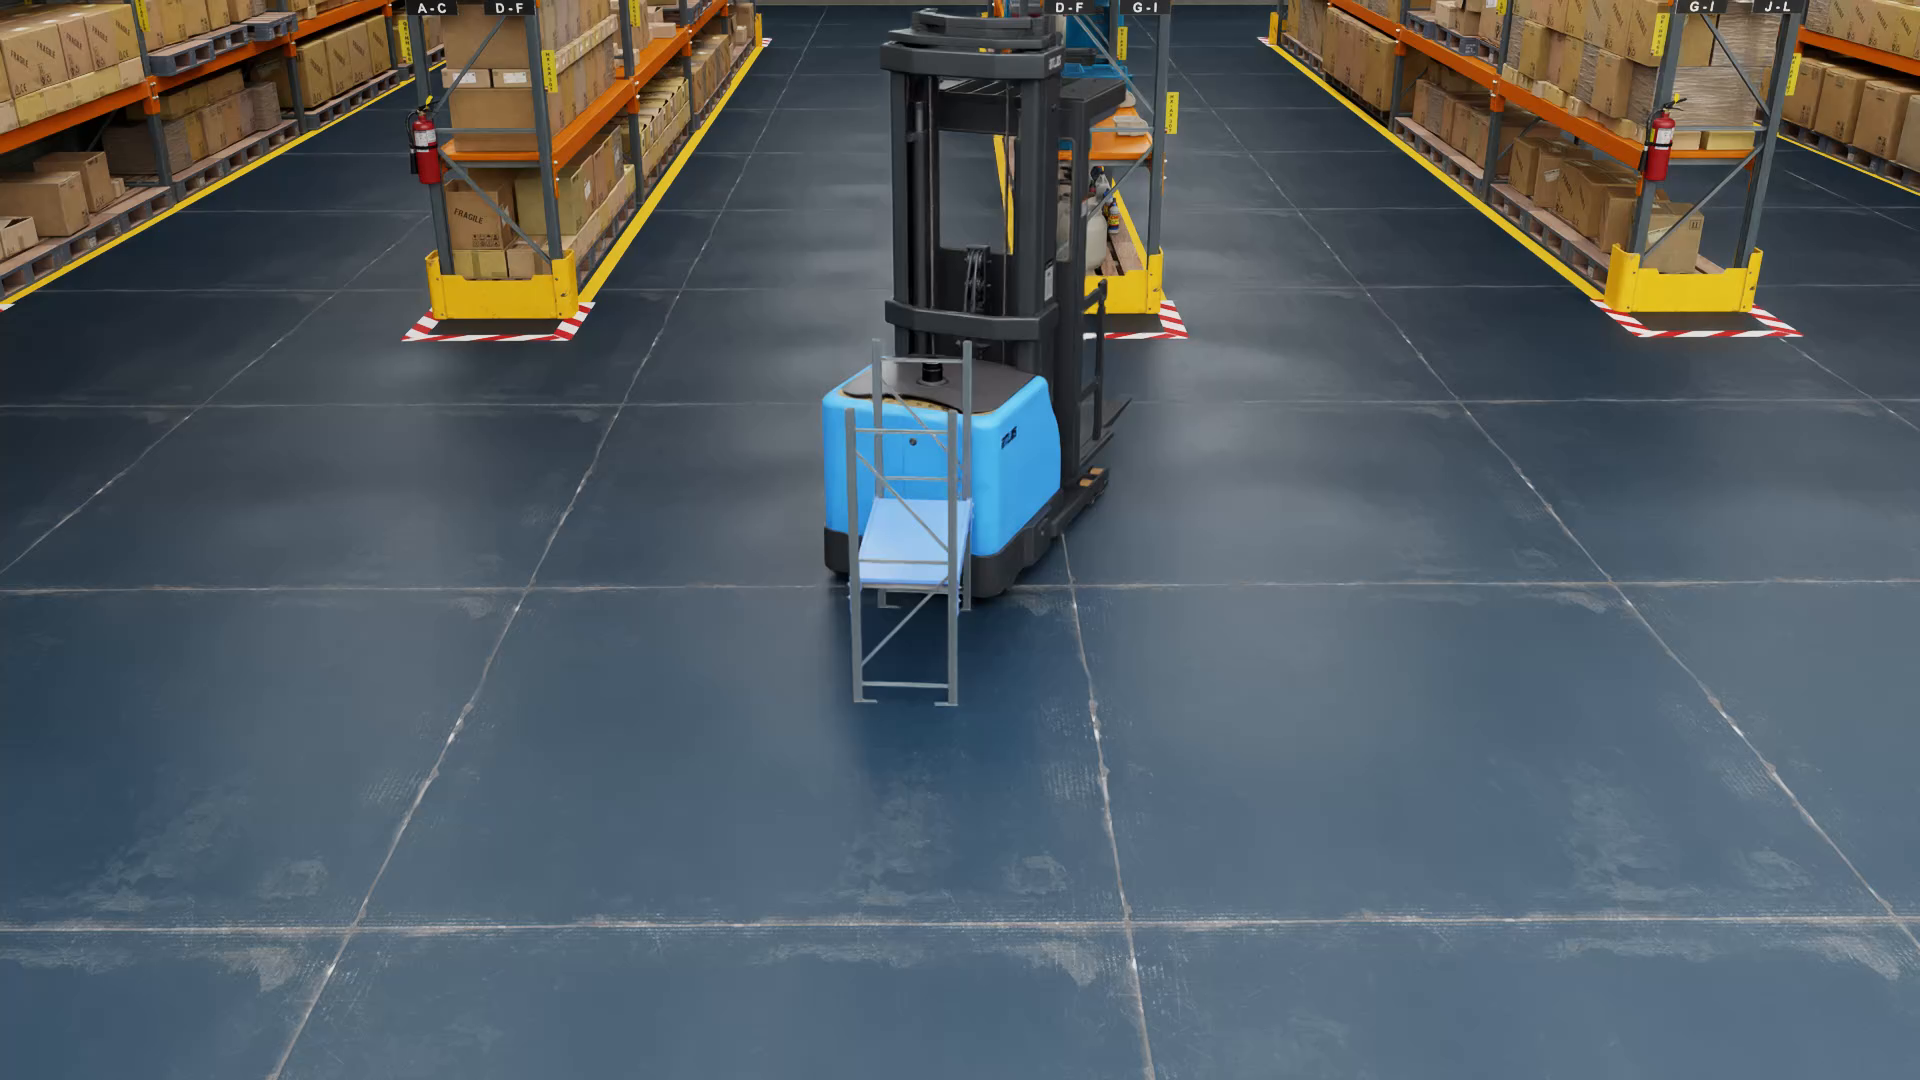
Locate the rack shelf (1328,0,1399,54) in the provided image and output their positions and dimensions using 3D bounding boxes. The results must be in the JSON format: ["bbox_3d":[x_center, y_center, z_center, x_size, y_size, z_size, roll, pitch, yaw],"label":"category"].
[{"bbox_3d":[5.991,-7.118,22.720,1.077,0.370,4.000,0,24,-1],"label":"rack shelf"}]

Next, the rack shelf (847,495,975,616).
[{"bbox_3d":[-0.227,0.060,8.235,0.538,0.185,1.000,2,24,4],"label":"rack shelf"}]

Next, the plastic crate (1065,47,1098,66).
[{"bbox_3d":[0.982,-4.706,16.591,0.767,0.338,0.504,0,24,-1],"label":"plastic crate"}]

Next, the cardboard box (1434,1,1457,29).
[{"bbox_3d":[5.801,-6.053,19.165,0.500,0.250,0.500,-1,24,-2],"label":"cardboard box"}]

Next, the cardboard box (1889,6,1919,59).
[{"bbox_3d":[10.733,-5.629,18.436,0.500,0.500,0.500,0,24,0],"label":"cardboard box"}]

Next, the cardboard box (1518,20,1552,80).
[{"bbox_3d":[5.970,-4.762,16.157,0.875,0.500,0.500,0,24,-1],"label":"cardboard box"}]

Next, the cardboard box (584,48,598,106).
[{"bbox_3d":[-3.825,-4.369,15.648,0.700,0.500,0.500,0,24,0],"label":"cardboard box"}]

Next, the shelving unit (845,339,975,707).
[{"bbox_3d":[-0.227,-0.104,8.161,0.538,1.500,1.048,2,24,4],"label":"shelving unit"}]

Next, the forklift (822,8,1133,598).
[{"bbox_3d":[0.286,-1.606,9.745,1.130,2.935,3.031,10,26,21],"label":"forklift"}]

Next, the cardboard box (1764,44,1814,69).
[{"bbox_3d":[10.704,-6.277,21.602,0.500,0.250,0.500,-1,24,-2],"label":"cardboard box"}]

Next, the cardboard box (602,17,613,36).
[{"bbox_3d":[-3.632,-5.058,16.385,0.380,0.149,0.250,-1,24,-2],"label":"cardboard box"}]

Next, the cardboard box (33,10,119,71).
[{"bbox_3d":[-8.477,-4.790,15.948,0.500,0.500,0.500,0,24,-1],"label":"cardboard box"}]

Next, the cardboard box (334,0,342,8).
[{"bbox_3d":[-8.642,-7.326,22.589,0.380,0.149,0.250,0,24,1],"label":"cardboard box"}]

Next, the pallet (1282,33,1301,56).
[{"bbox_3d":[6.012,-8.318,27.886,1.003,0.211,1.213,0,24,-1],"label":"pallet"}]

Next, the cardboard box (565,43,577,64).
[{"bbox_3d":[-3.611,-4.316,14.745,0.380,0.149,0.250,-1,24,-1],"label":"cardboard box"}]

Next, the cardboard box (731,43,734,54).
[{"bbox_3d":[-3.744,-7.666,25.965,0.380,0.166,0.250,0,24,-1],"label":"cardboard box"}]

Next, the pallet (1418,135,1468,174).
[{"bbox_3d":[6.030,-4.527,19.504,1.003,0.211,1.213,0,24,-1],"label":"pallet"}]

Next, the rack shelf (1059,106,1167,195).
[{"bbox_3d":[1.125,-3.799,15.382,1.077,0.370,4.000,0,24,-1],"label":"rack shelf"}]

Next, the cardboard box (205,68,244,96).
[{"bbox_3d":[-8.843,-5.426,19.697,0.500,0.250,0.500,0,24,0],"label":"cardboard box"}]

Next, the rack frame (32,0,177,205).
[{"bbox_3d":[-8.803,-4.906,16.958,1.000,3.000,0.127,0,24,-1],"label":"rack frame"}]

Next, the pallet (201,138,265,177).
[{"bbox_3d":[-8.829,-4.460,19.356,1.003,0.211,1.213,0,24,-1],"label":"pallet"}]

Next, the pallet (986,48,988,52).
[{"bbox_3d":[0.943,-8.285,27.812,1.003,0.211,1.213,0,24,-1],"label":"pallet"}]

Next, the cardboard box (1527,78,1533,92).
[{"bbox_3d":[5.790,-4.460,16.275,0.380,0.149,0.250,0,24,-1],"label":"cardboard box"}]

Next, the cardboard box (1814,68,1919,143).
[{"bbox_3d":[10.903,-5.157,19.732,1.050,0.750,0.750,0,24,0],"label":"cardboard box"}]

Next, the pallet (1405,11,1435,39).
[{"bbox_3d":[6.127,-6.241,20.141,1.213,0.211,1.003,0,24,-1],"label":"pallet"}]

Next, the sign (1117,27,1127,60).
[{"bbox_3d":[1.654,-5.075,16.995,0.100,0.325,0.005,0,24,-1],"label":"sign"}]

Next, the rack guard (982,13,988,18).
[{"bbox_3d":[0.959,-8.766,28.526,1.175,0.500,0.348,0,24,-1],"label":"rack guard"}]

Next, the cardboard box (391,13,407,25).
[{"bbox_3d":[-8.617,-8.001,25.538,0.380,0.149,0.250,1,24,1],"label":"cardboard box"}]

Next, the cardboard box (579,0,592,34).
[{"bbox_3d":[-3.827,-4.969,15.402,0.700,0.500,0.500,0,24,-1],"label":"cardboard box"}]

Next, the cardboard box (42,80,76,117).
[{"bbox_3d":[-8.470,-4.033,15.186,0.500,0.250,0.500,0,24,0],"label":"cardboard box"}]

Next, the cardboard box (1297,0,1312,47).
[{"bbox_3d":[6.022,-8.503,26.978,0.875,0.875,0.875,0,24,-1],"label":"cardboard box"}]

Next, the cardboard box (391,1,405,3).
[{"bbox_3d":[-9.019,-8.650,26.971,0.380,0.149,0.250,0,24,0],"label":"cardboard box"}]

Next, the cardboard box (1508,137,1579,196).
[{"bbox_3d":[6.021,-3.860,17.169,0.500,0.500,0.500,-1,24,-2],"label":"cardboard box"}]

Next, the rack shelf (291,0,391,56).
[{"bbox_3d":[-8.868,-7.051,22.573,1.077,0.370,4.000,0,24,-1],"label":"rack shelf"}]

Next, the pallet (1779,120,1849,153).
[{"bbox_3d":[10.907,-5.006,20.563,1.003,0.211,1.213,0,24,-1],"label":"pallet"}]

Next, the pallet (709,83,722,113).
[{"bbox_3d":[-3.874,-6.117,23.019,1.003,0.211,1.213,0,24,-1],"label":"pallet"}]

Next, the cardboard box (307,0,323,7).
[{"bbox_3d":[-8.592,-7.162,21.438,0.500,0.500,0.500,1,24,1],"label":"cardboard box"}]

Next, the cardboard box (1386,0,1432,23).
[{"bbox_3d":[5.759,-6.869,21.176,0.500,0.500,0.500,0,24,1],"label":"cardboard box"}]

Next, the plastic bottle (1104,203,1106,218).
[{"bbox_3d":[1.434,-3.191,15.942,0.097,0.271,0.097,0,24,0],"label":"plastic bottle"}]

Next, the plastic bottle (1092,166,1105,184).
[{"bbox_3d":[1.401,-3.601,16.753,0.144,0.351,0.185,-1,24,-3],"label":"plastic bottle"}]

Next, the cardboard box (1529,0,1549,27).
[{"bbox_3d":[5.814,-5.217,15.950,0.500,0.500,0.500,0,24,-1],"label":"cardboard box"}]

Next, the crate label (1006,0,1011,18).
[{"bbox_3d":[0.800,-6.204,19.785,0.502,0.435,0.616,0,24,-1],"label":"crate label"}]

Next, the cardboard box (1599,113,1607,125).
[{"bbox_3d":[5.885,-3.739,14.682,0.380,0.149,0.250,0,24,-1],"label":"cardboard box"}]

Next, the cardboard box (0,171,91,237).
[{"bbox_3d":[-8.641,-3.142,15.557,0.700,0.500,0.500,-2,24,-4],"label":"cardboard box"}]

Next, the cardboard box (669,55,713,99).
[{"bbox_3d":[-3.624,-6.251,22.431,0.500,0.500,0.500,-1,24,-1],"label":"cardboard box"}]

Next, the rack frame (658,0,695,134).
[{"bbox_3d":[-3.893,-6.578,20.655,1.000,3.000,0.127,0,24,-1],"label":"rack frame"}]

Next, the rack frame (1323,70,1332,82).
[{"bbox_3d":[5.969,-8.270,24.394,1.000,3.000,0.127,0,24,-1],"label":"rack frame"}]

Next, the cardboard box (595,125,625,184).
[{"bbox_3d":[-3.632,-3.814,16.460,0.500,0.500,0.500,0,24,-1],"label":"cardboard box"}]

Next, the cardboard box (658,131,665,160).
[{"bbox_3d":[-3.619,-4.460,18.798,0.500,0.250,0.500,-1,24,-2],"label":"cardboard box"}]

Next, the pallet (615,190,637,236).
[{"bbox_3d":[-3.883,-3.332,16.860,1.003,0.211,1.213,0,24,-1],"label":"pallet"}]

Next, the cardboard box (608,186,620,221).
[{"bbox_3d":[-3.610,-3.266,16.159,0.500,0.250,0.500,0,24,-1],"label":"cardboard box"}]

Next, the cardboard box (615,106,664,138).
[{"bbox_3d":[-3.612,-4.715,18.682,0.500,0.311,0.500,-1,24,-2],"label":"cardboard box"}]

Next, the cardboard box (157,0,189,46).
[{"bbox_3d":[-8.773,-5.592,17.820,0.700,0.500,0.500,2,24,5],"label":"cardboard box"}]

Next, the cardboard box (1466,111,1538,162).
[{"bbox_3d":[6.085,-4.484,18.524,0.700,0.500,0.500,0,24,-1],"label":"cardboard box"}]

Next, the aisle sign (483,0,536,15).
[{"bbox_3d":[-3.499,-4.441,12.774,0.394,0.787,0.004,0,24,-1],"label":"aisle sign"}]

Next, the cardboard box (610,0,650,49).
[{"bbox_3d":[-3.859,-5.932,19.106,0.500,0.500,0.500,-2,24,-3],"label":"cardboard box"}]
